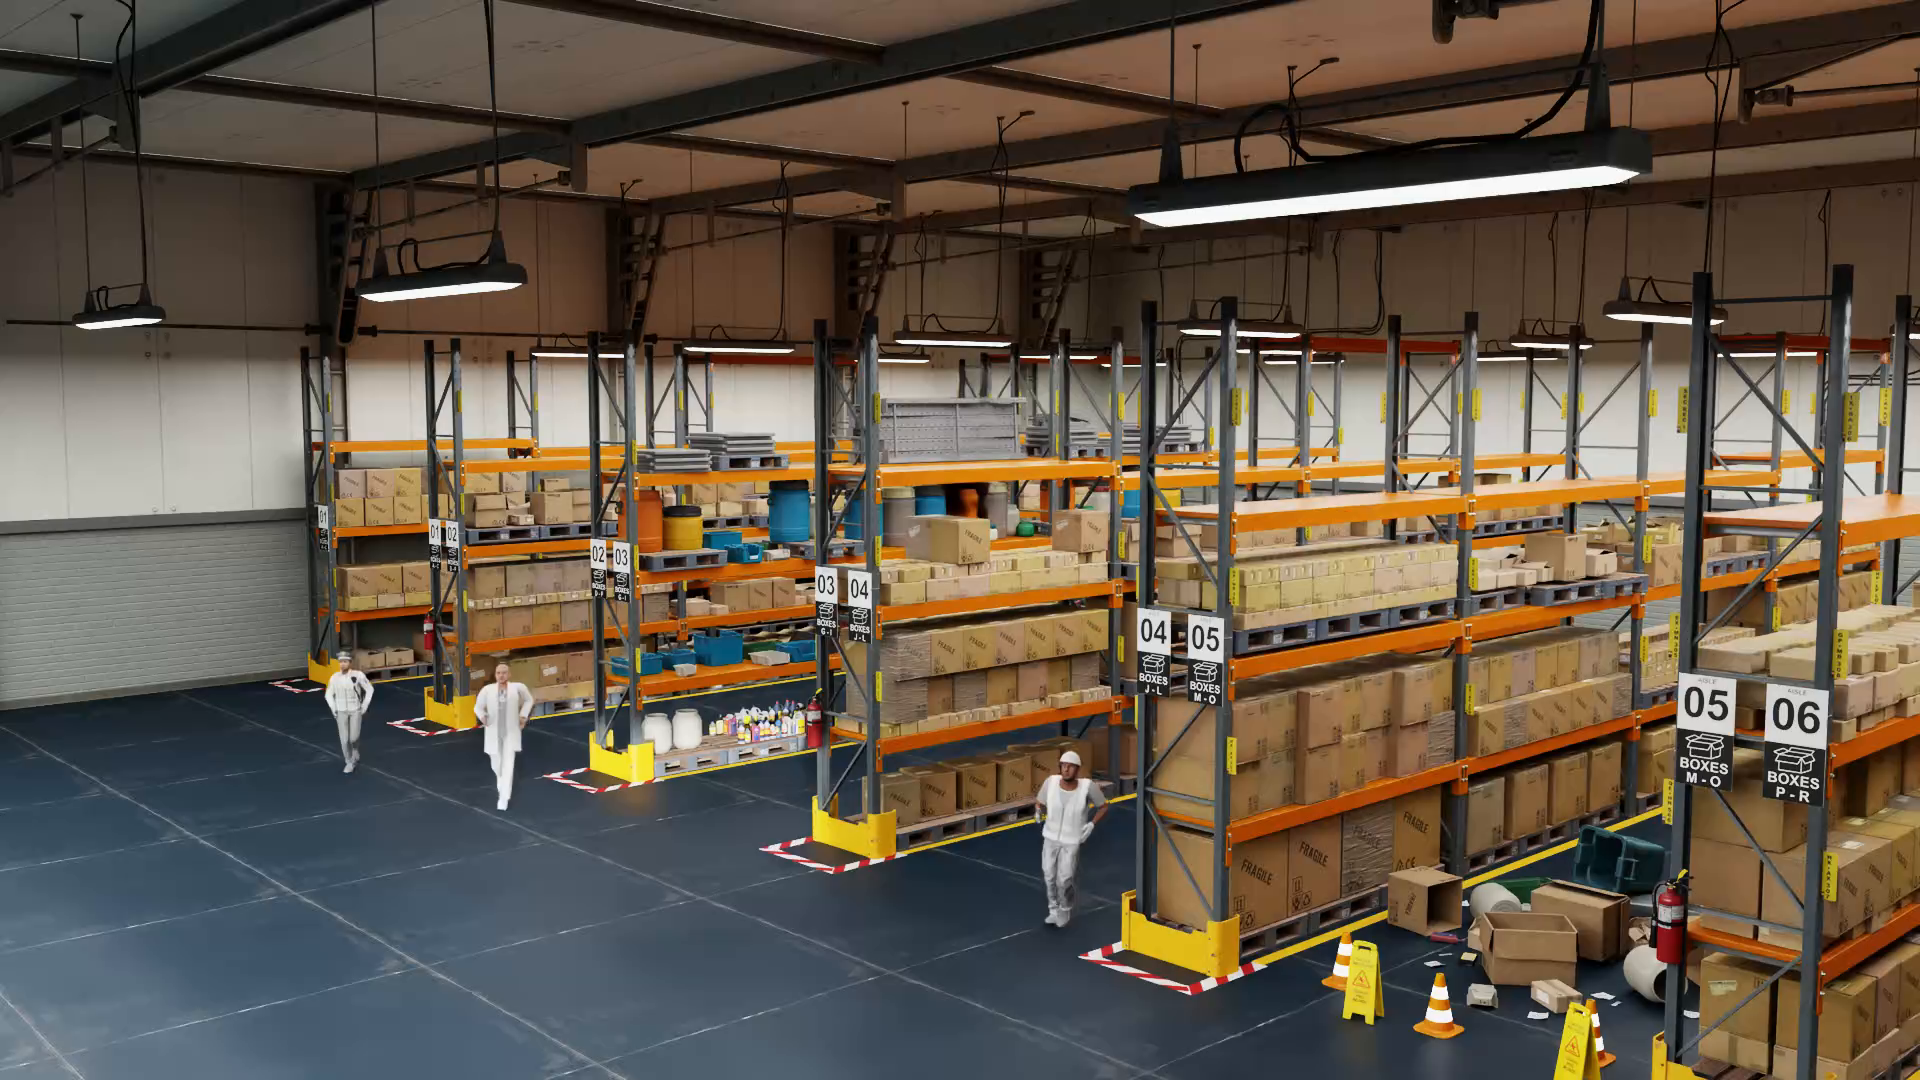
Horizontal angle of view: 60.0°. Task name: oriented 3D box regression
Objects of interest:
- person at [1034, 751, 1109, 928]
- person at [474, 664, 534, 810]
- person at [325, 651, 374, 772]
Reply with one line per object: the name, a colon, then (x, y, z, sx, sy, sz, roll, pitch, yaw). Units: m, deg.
person: (1.013, 2.894, 15.939, 0.687, 1.751, 0.639, 2, 6, 25)
person: (-5.748, 2.436, 20.948, 0.716, 1.766, 1.009, -1, 5, -9)
person: (-8.368, 2.345, 22.758, 0.623, 1.664, 0.459, -1, 5, -11)
